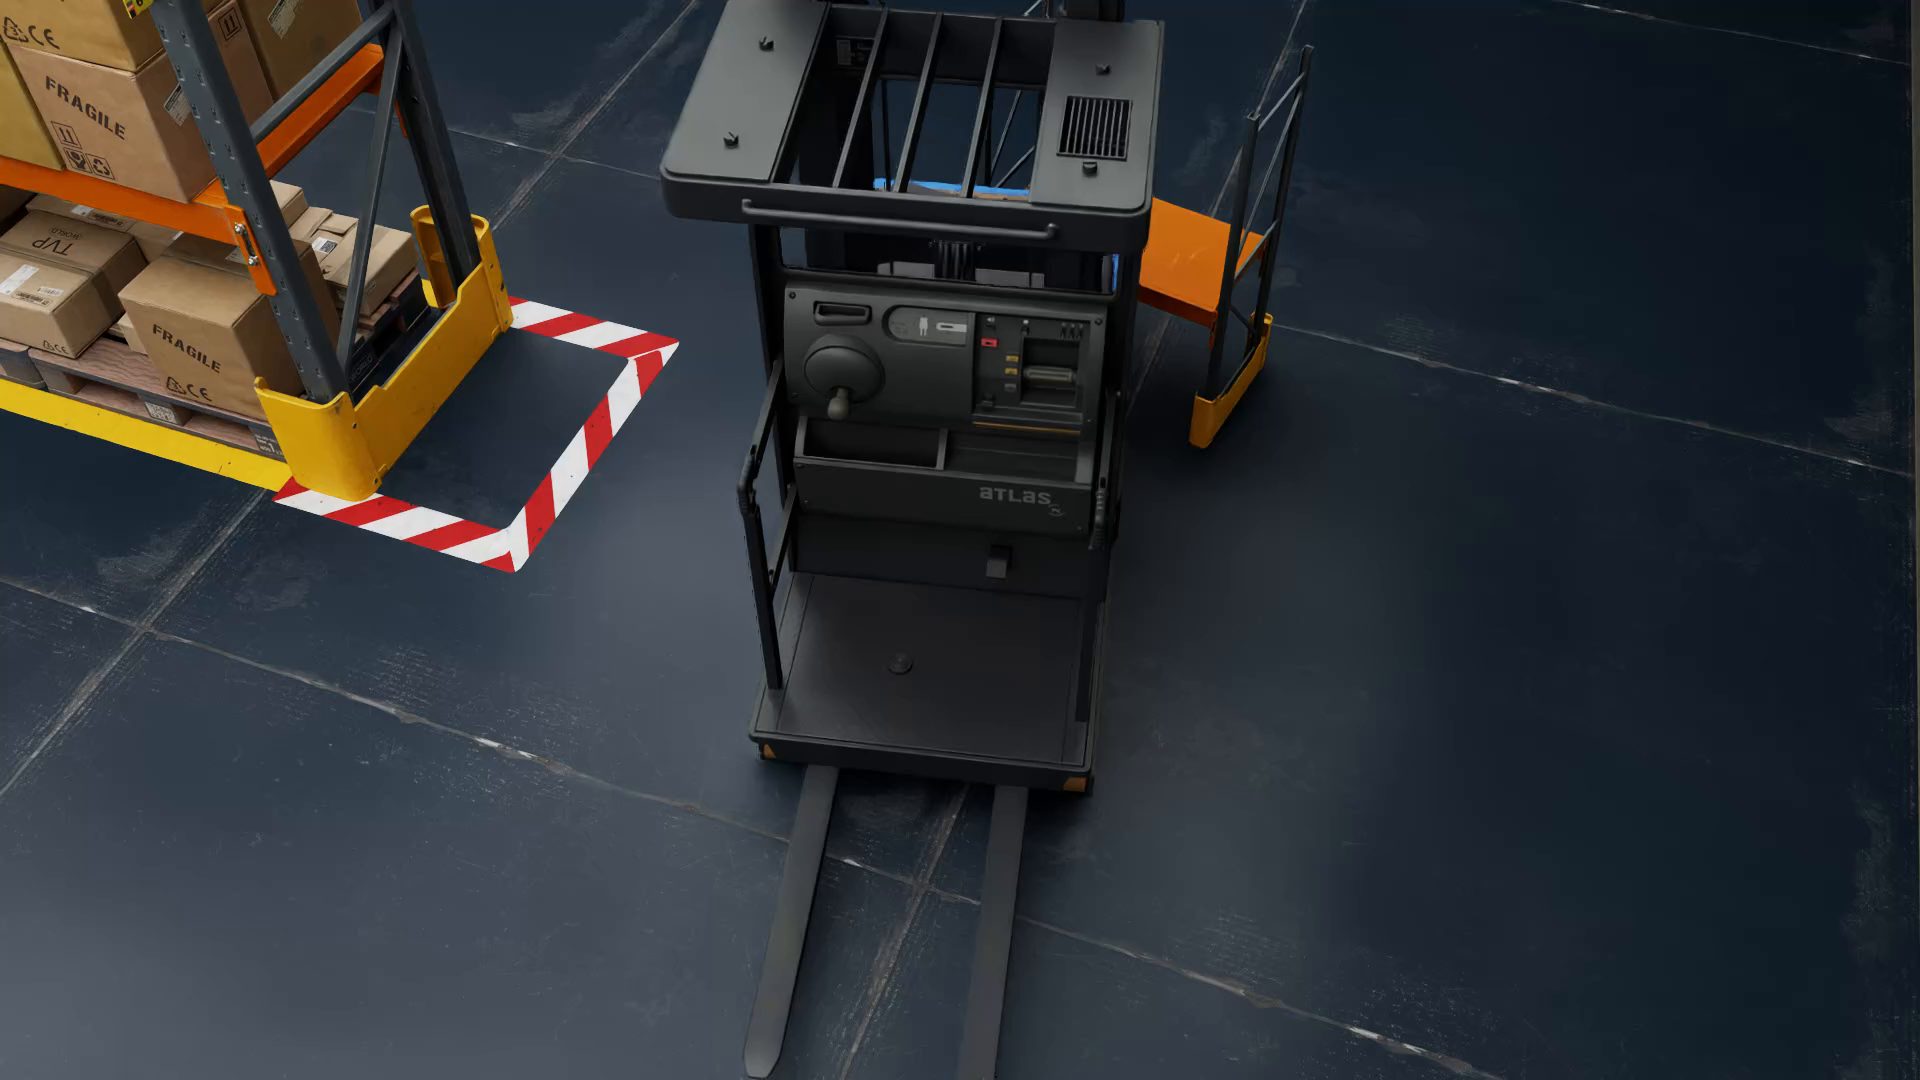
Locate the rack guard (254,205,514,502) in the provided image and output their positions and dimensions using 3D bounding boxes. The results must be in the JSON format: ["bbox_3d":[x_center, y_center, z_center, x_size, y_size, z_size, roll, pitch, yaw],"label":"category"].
[{"bbox_3d":[-2.240,-0.755,6.574,0.348,0.500,1.175,16,51,13],"label":"rack guard"}]

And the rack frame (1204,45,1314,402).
[{"bbox_3d":[1.084,-1.055,6.172,0.032,1.500,0.500,24,53,19],"label":"rack frame"}]

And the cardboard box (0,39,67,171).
[{"bbox_3d":[-3.171,-1.645,5.624,0.500,0.500,0.500,16,51,13],"label":"cardboard box"}]

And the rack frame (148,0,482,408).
[{"bbox_3d":[-2.169,-1.554,5.612,0.127,3.000,1.000,16,51,13],"label":"rack frame"}]

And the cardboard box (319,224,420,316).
[{"bbox_3d":[-2.442,-1.118,6.829,0.250,0.149,0.380,16,51,13],"label":"cardboard box"}]

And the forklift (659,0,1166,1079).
[{"bbox_3d":[-0.073,-0.414,4.669,1.130,2.935,3.031,6,49,5],"label":"forklift"}]

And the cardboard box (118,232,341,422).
[{"bbox_3d":[-2.764,-0.847,6.362,0.500,0.500,0.500,16,51,13],"label":"cardboard box"}]

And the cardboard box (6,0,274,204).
[{"bbox_3d":[-2.683,-1.511,5.509,0.500,0.500,0.500,17,51,14],"label":"cardboard box"}]

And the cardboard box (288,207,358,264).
[{"bbox_3d":[-2.677,-1.189,6.879,0.250,0.166,0.380,16,51,13],"label":"cardboard box"}]

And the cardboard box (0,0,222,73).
[{"bbox_3d":[-2.681,-1.836,5.128,0.500,0.500,0.500,15,51,13],"label":"cardboard box"}]

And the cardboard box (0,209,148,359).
[{"bbox_3d":[-3.645,-1.035,6.691,0.500,0.250,0.500,16,51,13],"label":"cardboard box"}]

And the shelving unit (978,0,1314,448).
[{"bbox_3d":[0.654,-1.247,6.338,1.083,1.500,0.587,24,53,19],"label":"shelving unit"}]

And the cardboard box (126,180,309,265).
[{"bbox_3d":[-3.049,-1.272,6.896,0.500,0.250,0.500,16,51,13],"label":"cardboard box"}]

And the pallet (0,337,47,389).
[{"bbox_3d":[-4.129,-1.189,7.141,1.213,0.211,1.003,16,51,13],"label":"pallet"}]

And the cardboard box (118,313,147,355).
[{"bbox_3d":[-3.113,-0.908,6.636,0.250,0.166,0.380,16,51,13],"label":"cardboard box"}]

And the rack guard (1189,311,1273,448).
[{"bbox_3d":[1.083,-0.646,6.644,0.087,0.250,0.587,24,53,19],"label":"rack guard"}]

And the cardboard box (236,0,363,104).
[{"bbox_3d":[-2.493,-1.890,5.837,0.500,0.500,0.500,17,51,14],"label":"cardboard box"}]

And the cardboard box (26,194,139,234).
[{"bbox_3d":[-3.518,-1.403,7.009,0.500,0.250,0.500,16,51,13],"label":"cardboard box"}]

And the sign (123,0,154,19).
[{"bbox_3d":[-2.380,-1.649,4.719,0.005,0.325,0.100,16,51,13],"label":"sign"}]

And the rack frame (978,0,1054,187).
[{"bbox_3d":[0.209,-1.446,6.511,0.032,1.500,0.500,24,53,19],"label":"rack frame"}]

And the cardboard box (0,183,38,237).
[{"bbox_3d":[-4.157,-1.440,6.874,0.637,0.503,0.797,16,51,13],"label":"cardboard box"}]

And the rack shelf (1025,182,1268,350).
[{"bbox_3d":[0.647,-1.133,6.477,1.000,0.185,0.538,24,53,19],"label":"rack shelf"}]

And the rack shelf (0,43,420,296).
[{"bbox_3d":[-4.045,-1.842,6.338,4.000,0.370,1.077,16,51,13],"label":"rack shelf"}]

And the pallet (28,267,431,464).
[{"bbox_3d":[-2.988,-0.869,6.863,1.213,0.211,1.003,16,51,13],"label":"pallet"}]
